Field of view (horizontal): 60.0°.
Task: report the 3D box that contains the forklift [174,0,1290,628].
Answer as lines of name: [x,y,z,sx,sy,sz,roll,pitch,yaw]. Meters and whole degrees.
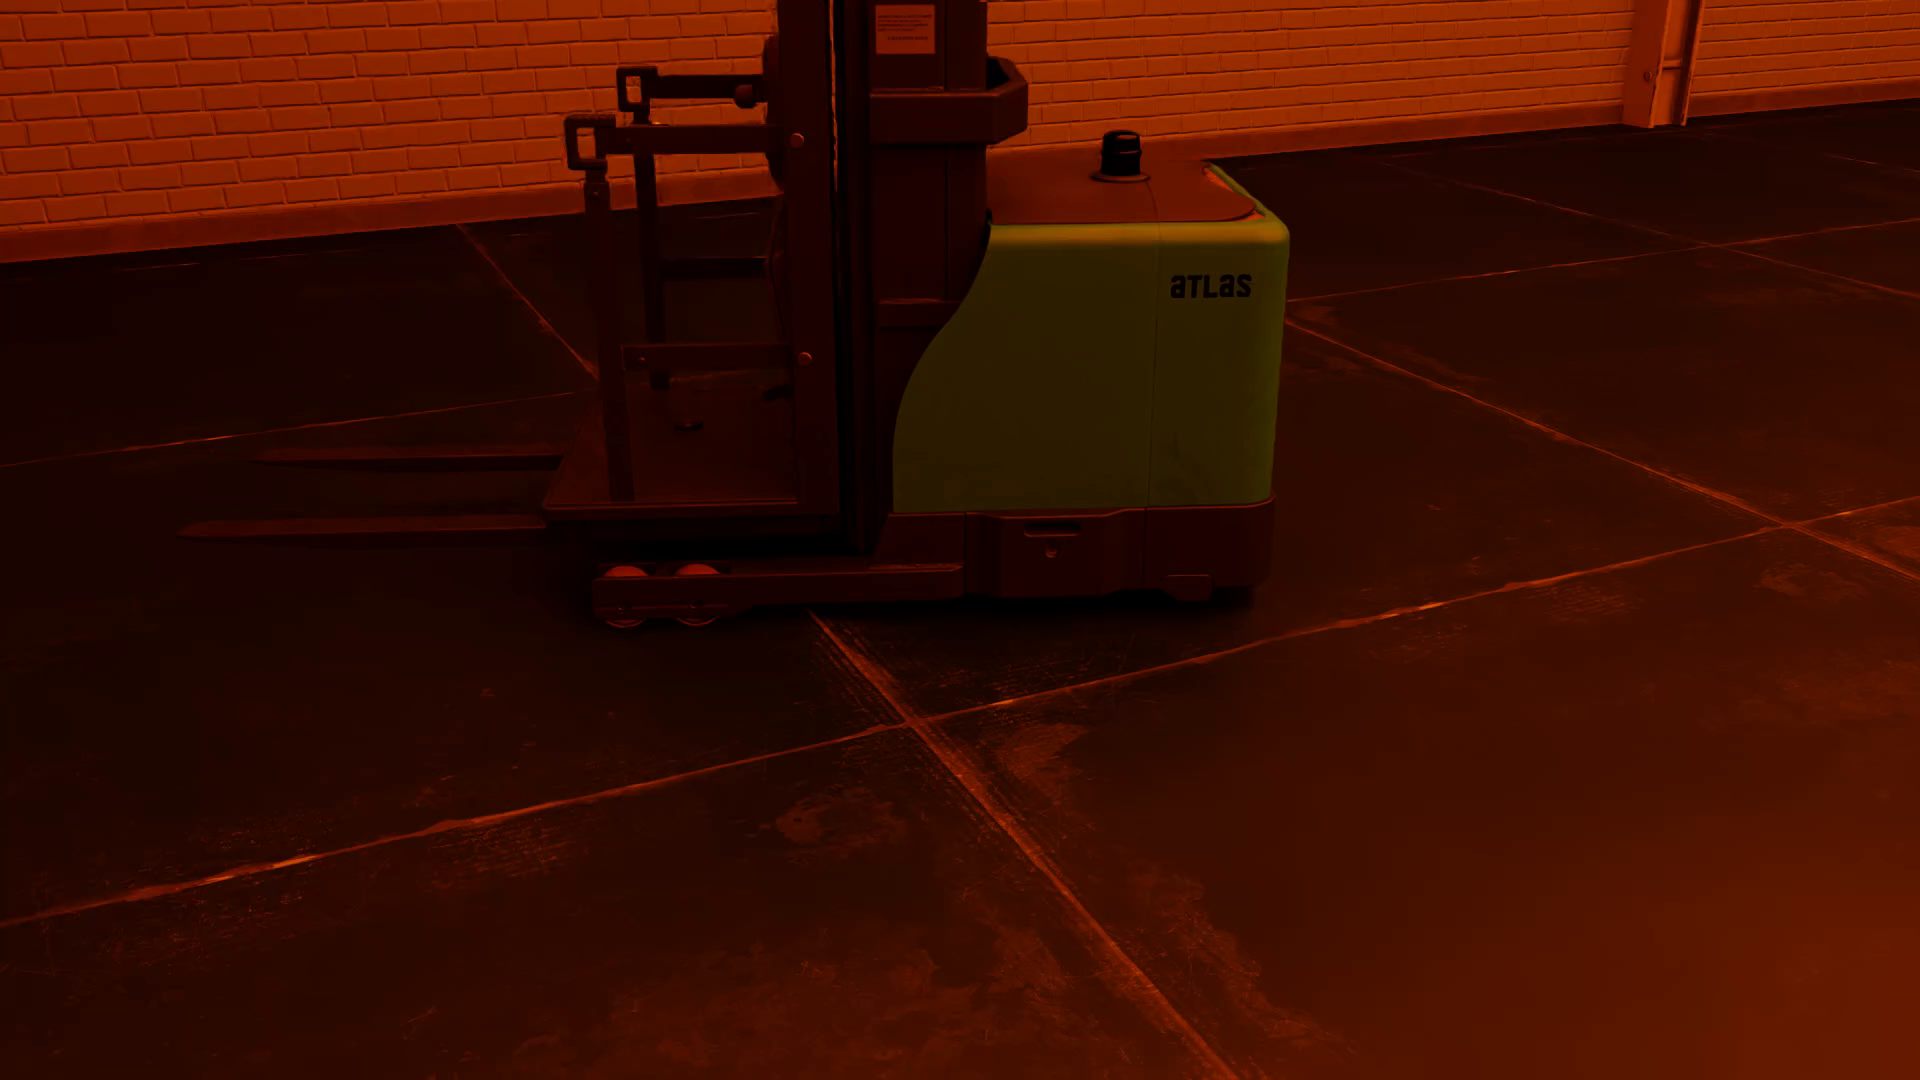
forklift: [-0.665,-1.323,4.472,3.031,2.935,1.130,-1,23,-3]
